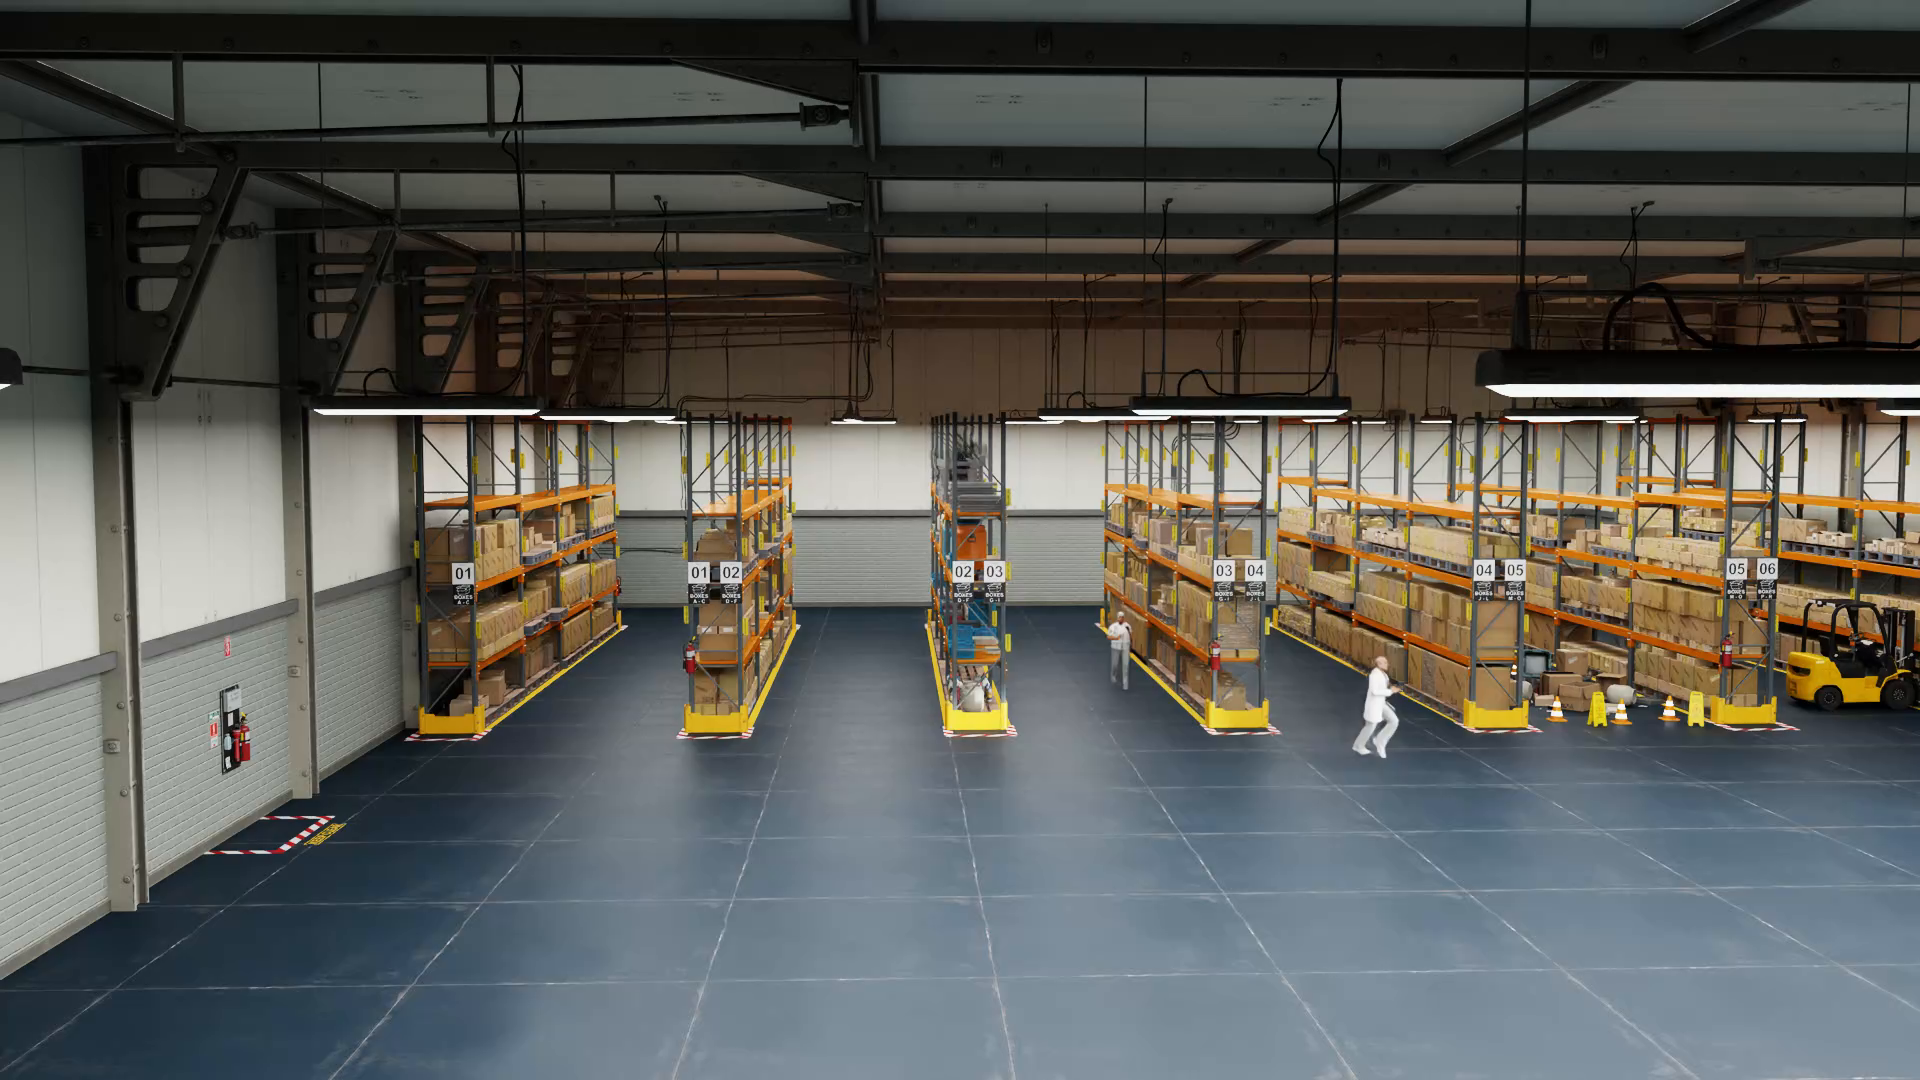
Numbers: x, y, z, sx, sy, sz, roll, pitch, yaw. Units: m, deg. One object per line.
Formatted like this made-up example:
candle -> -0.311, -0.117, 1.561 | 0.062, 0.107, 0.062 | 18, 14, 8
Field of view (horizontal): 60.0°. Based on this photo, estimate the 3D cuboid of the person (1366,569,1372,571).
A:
person -> 11.505, 1.672, 46.836 | 0.644, 1.727, 0.580 | -1, 4, -12

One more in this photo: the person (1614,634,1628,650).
person -> 16.602, 2.077, 41.666 | 0.596, 1.649, 0.644 | 0, 4, -2

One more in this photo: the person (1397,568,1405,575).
person -> 12.921, 1.480, 49.244 | 0.705, 1.824, 0.632 | -1, 4, -10

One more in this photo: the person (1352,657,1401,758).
person -> 7.205, 2.882, 28.735 | 0.885, 1.770, 0.752 | 3, 5, 36

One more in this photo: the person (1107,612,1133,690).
person -> 3.524, 2.394, 36.460 | 0.607, 1.651, 0.941 | 0, 4, -3
